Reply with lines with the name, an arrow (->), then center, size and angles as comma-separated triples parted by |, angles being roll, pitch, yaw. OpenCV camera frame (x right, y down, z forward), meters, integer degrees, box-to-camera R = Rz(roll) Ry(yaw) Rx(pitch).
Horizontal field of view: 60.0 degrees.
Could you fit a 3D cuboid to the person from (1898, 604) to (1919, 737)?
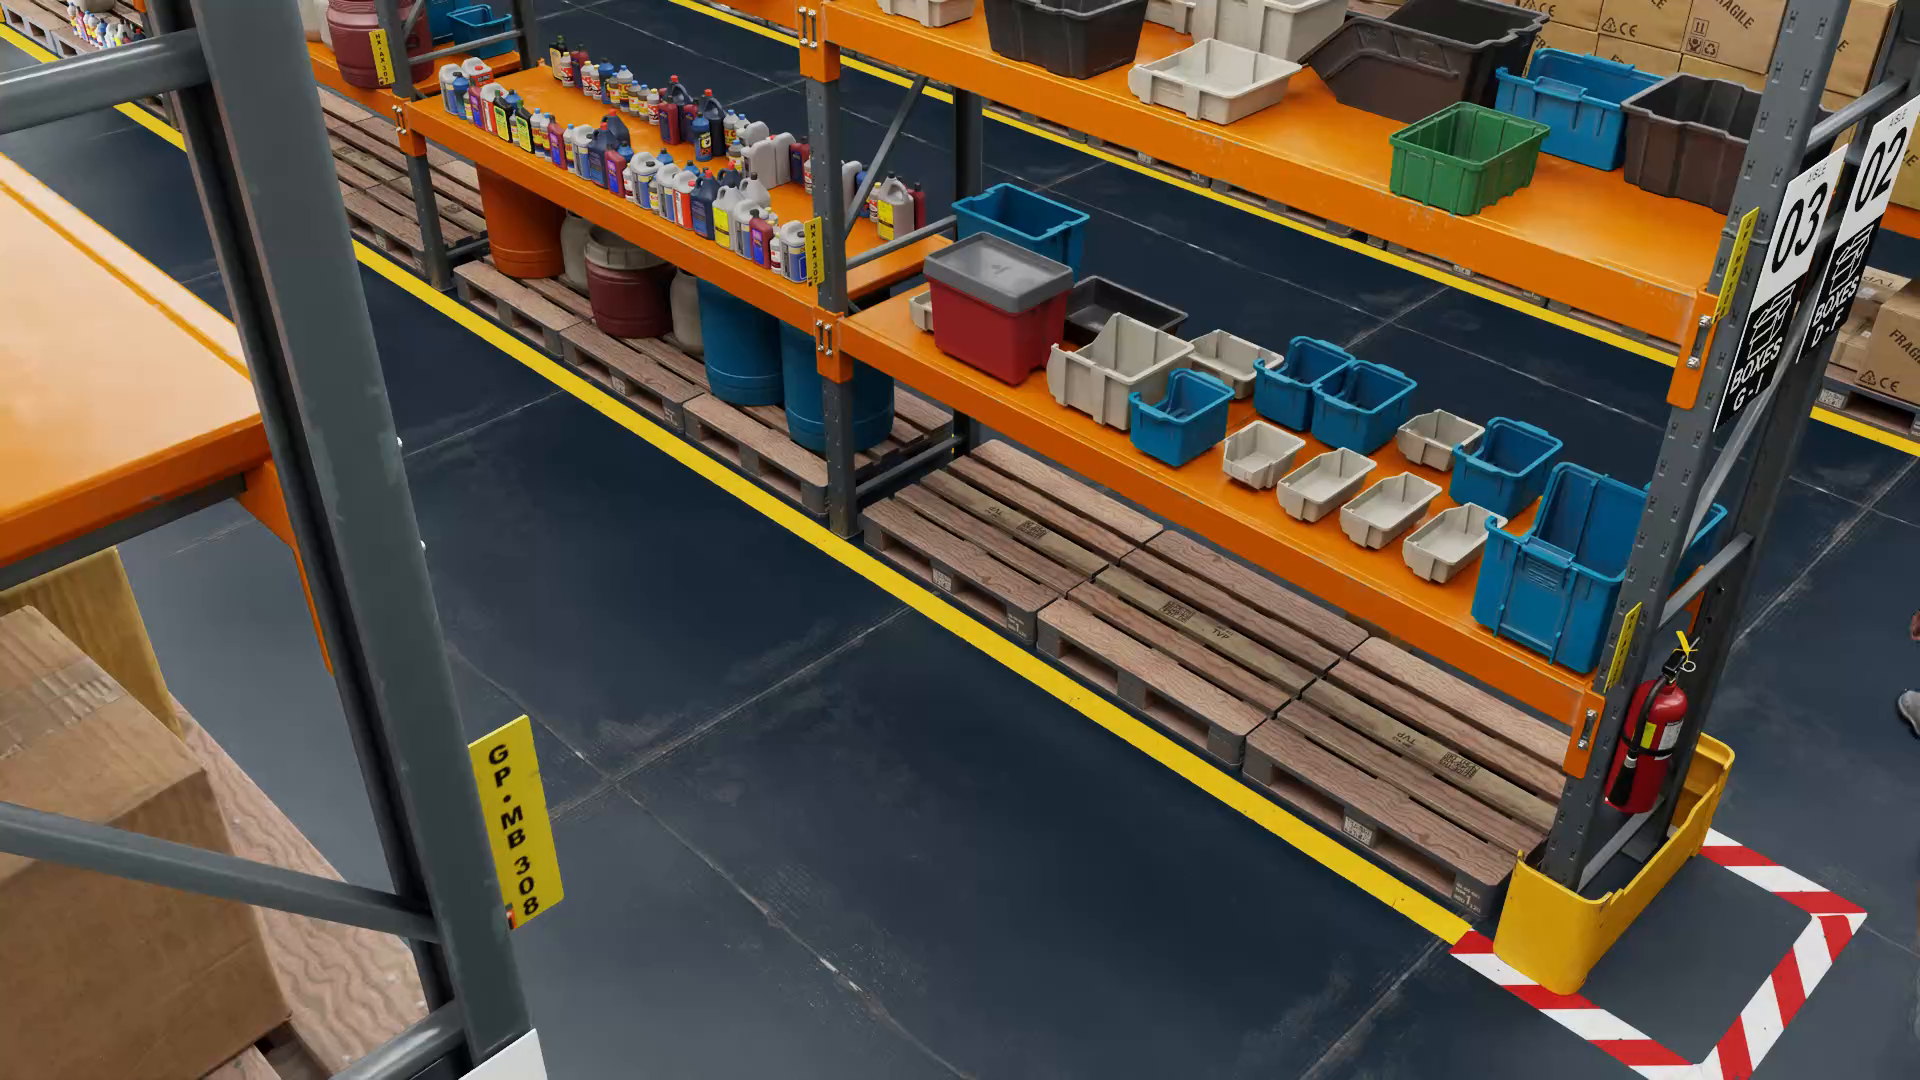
person -> 4.105, 0.320, 6.719 | 0.616, 1.671, 0.936 | -1, 35, -1
